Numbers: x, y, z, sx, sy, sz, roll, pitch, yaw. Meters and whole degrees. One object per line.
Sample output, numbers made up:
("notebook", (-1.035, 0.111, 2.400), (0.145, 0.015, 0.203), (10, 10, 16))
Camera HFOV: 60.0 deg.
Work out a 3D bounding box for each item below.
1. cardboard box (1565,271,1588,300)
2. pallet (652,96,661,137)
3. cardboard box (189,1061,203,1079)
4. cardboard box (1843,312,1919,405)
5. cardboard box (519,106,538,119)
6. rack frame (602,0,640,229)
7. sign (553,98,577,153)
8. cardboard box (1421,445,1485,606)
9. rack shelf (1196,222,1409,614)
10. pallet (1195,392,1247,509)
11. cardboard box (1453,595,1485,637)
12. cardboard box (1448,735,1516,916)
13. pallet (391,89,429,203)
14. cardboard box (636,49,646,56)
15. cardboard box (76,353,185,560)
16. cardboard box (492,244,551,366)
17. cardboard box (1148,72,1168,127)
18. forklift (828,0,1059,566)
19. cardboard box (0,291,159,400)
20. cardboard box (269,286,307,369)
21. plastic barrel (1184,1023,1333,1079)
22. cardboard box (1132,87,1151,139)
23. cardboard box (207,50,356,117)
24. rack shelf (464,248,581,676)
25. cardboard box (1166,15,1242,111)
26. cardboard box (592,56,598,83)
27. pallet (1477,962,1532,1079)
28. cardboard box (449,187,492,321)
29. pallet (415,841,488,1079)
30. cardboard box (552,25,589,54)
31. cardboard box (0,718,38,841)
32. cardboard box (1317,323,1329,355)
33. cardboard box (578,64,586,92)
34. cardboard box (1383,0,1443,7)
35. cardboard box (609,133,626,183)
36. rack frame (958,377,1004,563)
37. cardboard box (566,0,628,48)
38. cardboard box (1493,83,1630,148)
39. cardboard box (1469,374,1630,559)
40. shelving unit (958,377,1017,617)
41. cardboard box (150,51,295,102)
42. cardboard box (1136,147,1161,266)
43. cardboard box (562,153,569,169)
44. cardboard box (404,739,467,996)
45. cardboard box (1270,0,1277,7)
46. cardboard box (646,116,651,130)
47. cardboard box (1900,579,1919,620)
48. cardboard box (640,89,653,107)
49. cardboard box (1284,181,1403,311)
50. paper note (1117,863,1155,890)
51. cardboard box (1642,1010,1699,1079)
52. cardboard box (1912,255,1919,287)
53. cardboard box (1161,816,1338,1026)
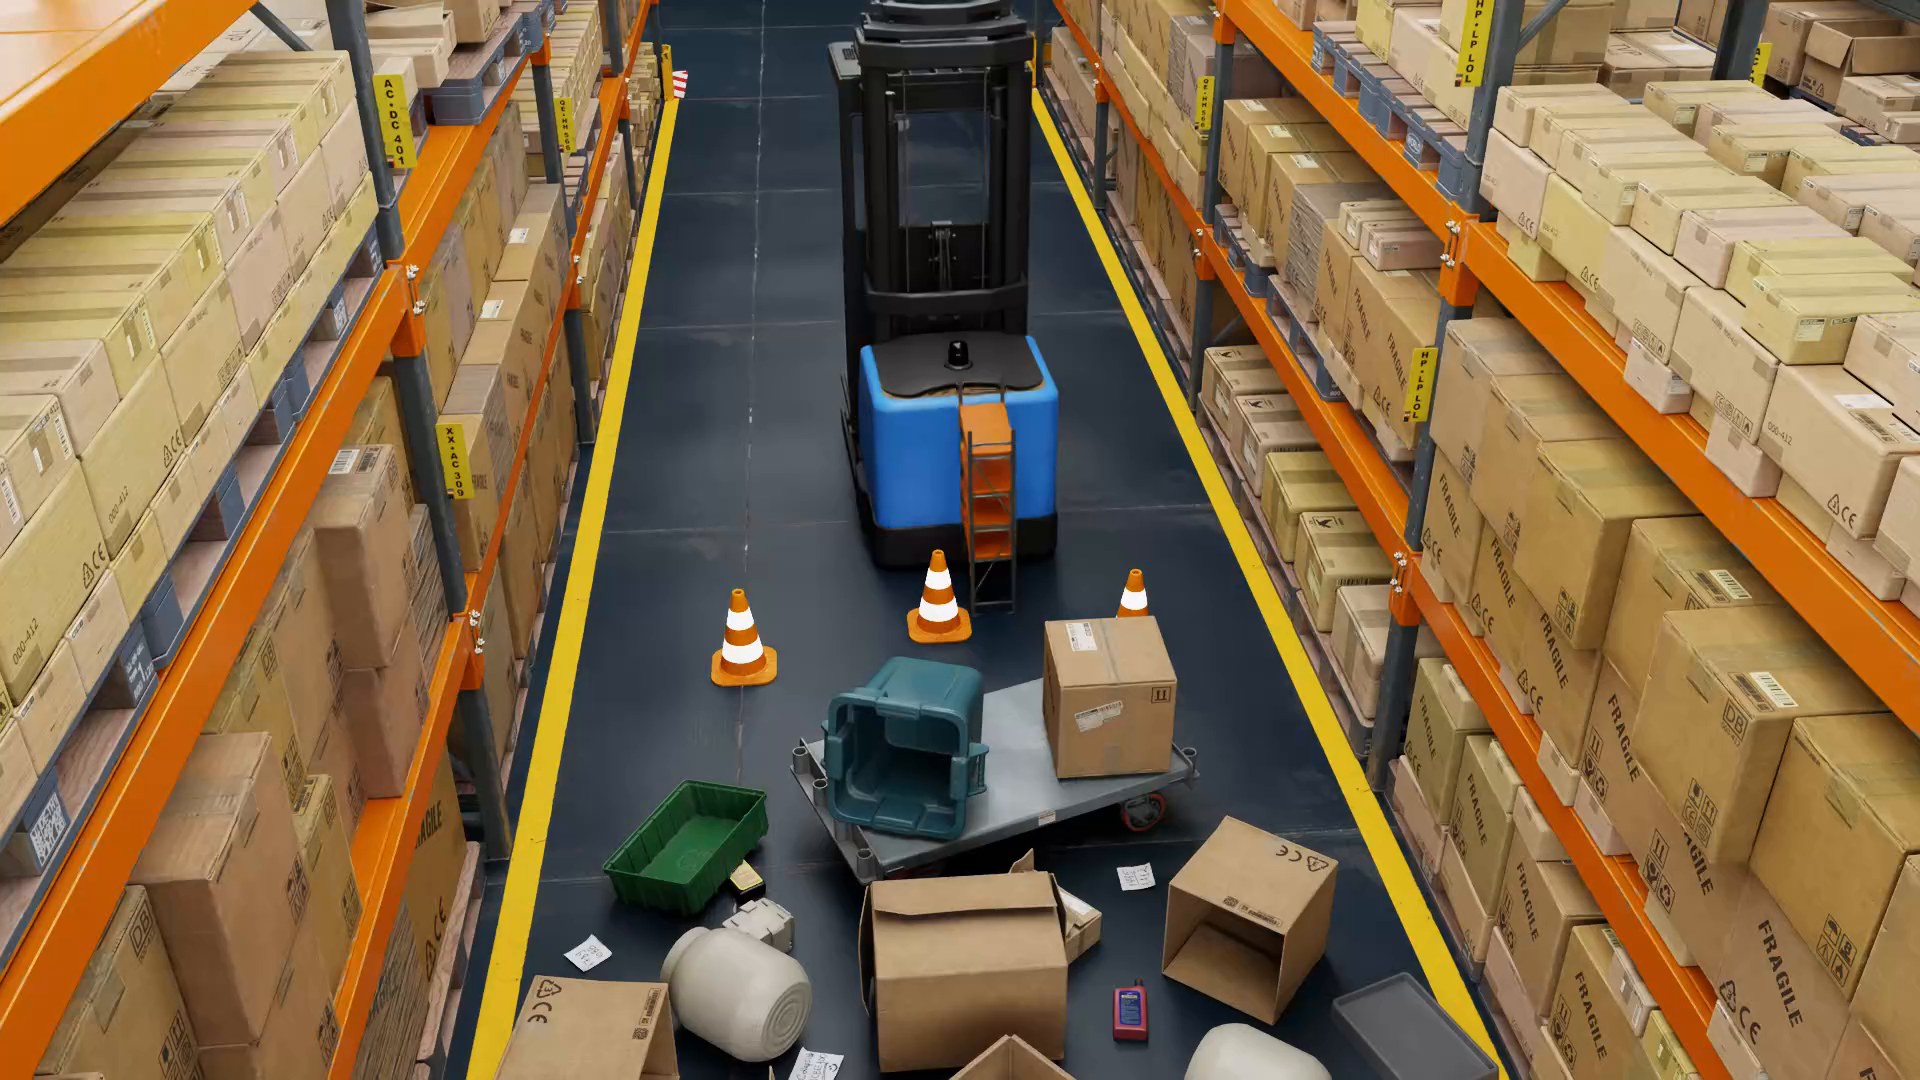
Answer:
("cardboard box", (2.307, -0.910, 5.668), (0.380, 0.149, 0.250), (-3, 31, -5))
("pallet", (-3.572, -4.344, 16.817), (1.003, 0.211, 1.213), (-3, 31, -5))
("cardboard box", (-2.278, 1.641, 3.931), (0.875, 0.550, 0.550), (-3, 31, -5))
("cardboard box", (2.454, -0.452, 4.124), (0.380, 0.149, 0.250), (-4, 31, -6))
("cardboard box", (-2.751, -2.622, 10.470), (0.380, 0.149, 0.250), (-4, 31, -6))
("rack frame", (-3.246, -3.954, 13.445), (1.000, 3.000, 0.127), (-3, 31, -5))
("sign", (-2.320, -2.437, 9.776), (0.100, 0.325, 0.005), (-3, 31, -5))
("cardboard box", (2.184, -0.091, 6.590), (0.500, 0.500, 0.500), (-3, 31, -5))
("rack shelf", (2.233, -0.871, 8.984), (1.077, 0.370, 4.000), (-3, 31, -5))
("pallet", (2.118, -0.605, 10.556), (1.003, 0.211, 1.213), (-3, 31, -5))
("cardboard box", (2.205, 0.252, 6.648), (0.380, 0.149, 0.250), (-2, 31, -3))
("cardboard box", (2.268, 1.107, 6.513), (0.500, 0.500, 0.500), (-2, 31, -3))
("pallet", (-2.634, -1.541, 6.666), (0.805, 0.209, 1.217), (-4, 31, -7))
("cardboard box", (-3.352, -4.819, 16.683), (0.380, 0.149, 0.250), (-2, 31, -4))
("cardboard box", (-2.011, -0.177, 3.546), (0.500, 0.250, 0.500), (-3, 31, -5))
("cardboard box", (-2.471, -1.228, 8.783), (0.500, 0.500, 0.500), (-3, 31, -5))
("cardboard box", (1.628, -3.108, 11.687), (0.500, 0.250, 0.500), (-4, 31, -6))
("forklift", (-0.175, -1.852, 9.992), (1.130, 2.935, 3.031), (-4, 31, -7))
("cardboard box", (-1.957, -0.408, 3.543), (0.380, 0.149, 0.250), (-3, 31, -5))
("cardboard box", (-2.051, -0.584, 4.615), (0.380, 0.149, 0.250), (-2, 31, -4))
("plastic barrel", (1.093, 2.008, 5.976), (0.512, 0.421, 0.421), (20, 36, 29))
("cardboard box", (1.570, -3.159, 12.260), (0.500, 0.250, 0.500), (-3, 31, -5))
("cardboard box", (-2.147, -1.444, 5.277), (0.380, 0.149, 0.250), (-3, 31, -5))
("rack shelf", (-2.686, -0.582, 8.501), (1.077, 0.370, 4.000), (-3, 31, -5))
("cardboard box", (1.681, -3.186, 11.086), (0.500, 0.500, 0.500), (-2, 31, -4))
("cardboard box", (-2.966, -3.573, 12.643), (0.380, 0.149, 0.250), (-3, 31, -5))
("pallet", (2.635, 2.004, 6.189), (1.003, 0.211, 1.213), (-3, 31, -5))
("cardboard box", (-2.694, -1.374, 8.052), (0.700, 0.500, 0.500), (-3, 31, -5))
("pallet", (-2.506, 1.719, 6.666), (1.003, 0.211, 1.213), (-3, 31, -5))
("cardboard box", (-2.942, -3.683, 12.247), (0.380, 0.149, 0.250), (-3, 31, -5))
("cardboard box", (-1.863, 0.449, 2.886), (0.380, 0.149, 0.250), (-2, 31, -4))
("cardboard box", (2.016, -1.002, 8.338), (0.380, 0.149, 0.250), (-3, 31, -5))
("cardboard box", (-2.886, -3.288, 11.875), (0.380, 0.149, 0.250), (-3, 31, -4))
("cardboard box", (2.122, -2.587, 7.479), (0.500, 0.250, 0.500), (-2, 31, -4))
("cardboard box", (-2.925, -3.015, 13.170), (0.500, 0.250, 0.500), (-4, 31, -6))
("rack frame", (0.124, -0.364, 9.084), (0.240, 1.200, 0.015), (-4, 37, -4))
("cardboard box", (-3.042, -4.390, 13.786), (0.500, 0.500, 0.500), (-3, 31, -5))
("cardboard box", (2.125, -1.504, 5.886), (0.380, 0.149, 0.250), (-3, 31, -5))
("cardboard box", (2.271, -0.262, 5.900), (0.700, 0.500, 0.500), (-3, 31, -4))
("shelving unit", (0.148, -0.218, 8.890), (0.258, 1.200, 0.503), (-4, 37, -4))
("cardboard box", (-2.724, -1.669, 6.334), (0.500, 0.250, 0.500), (-2, 31, -4))
("cardboard box", (1.902, -2.738, 13.070), (0.875, 0.875, 0.875), (-2, 31, -3))
("cardboard box", (-2.764, -2.497, 10.841), (0.380, 0.149, 0.250), (-1, 31, -2))
("cardboard box", (-2.510, 1.187, 6.501), (0.875, 0.875, 0.875), (-2, 31, -4))
("cardboard box", (1.930, -3.132, 9.273), (0.396, 0.266, 0.258), (-3, 31, -5))
("cardboard box", (-3.172, -4.035, 15.951), (0.380, 0.149, 0.250), (-2, 31, -4))
("cardboard box", (2.478, 0.140, 3.911), (0.380, 0.149, 0.250), (-3, 31, -4))
("cardboard box", (-3.175, -4.296, 16.097), (0.380, 0.149, 0.250), (-2, 31, -4))
("cardboard box", (2.009, -1.519, 8.570), (0.500, 0.500, 0.500), (-4, 31, -6))
("paper note", (0.771, 1.468, 7.262), (0.148, 0.019, 0.142), (-3, 31, -5))
("cardboard box", (2.338, 1.574, 5.097), (0.380, 0.149, 0.250), (-2, 31, -4))
("cardboard box", (2.907, -0.742, 4.610), (0.380, 0.149, 0.250), (-2, 31, -4))
("cardboard box", (1.165, 1.526, 6.706), (0.500, 0.500, 0.500), (20, 36, 29))
